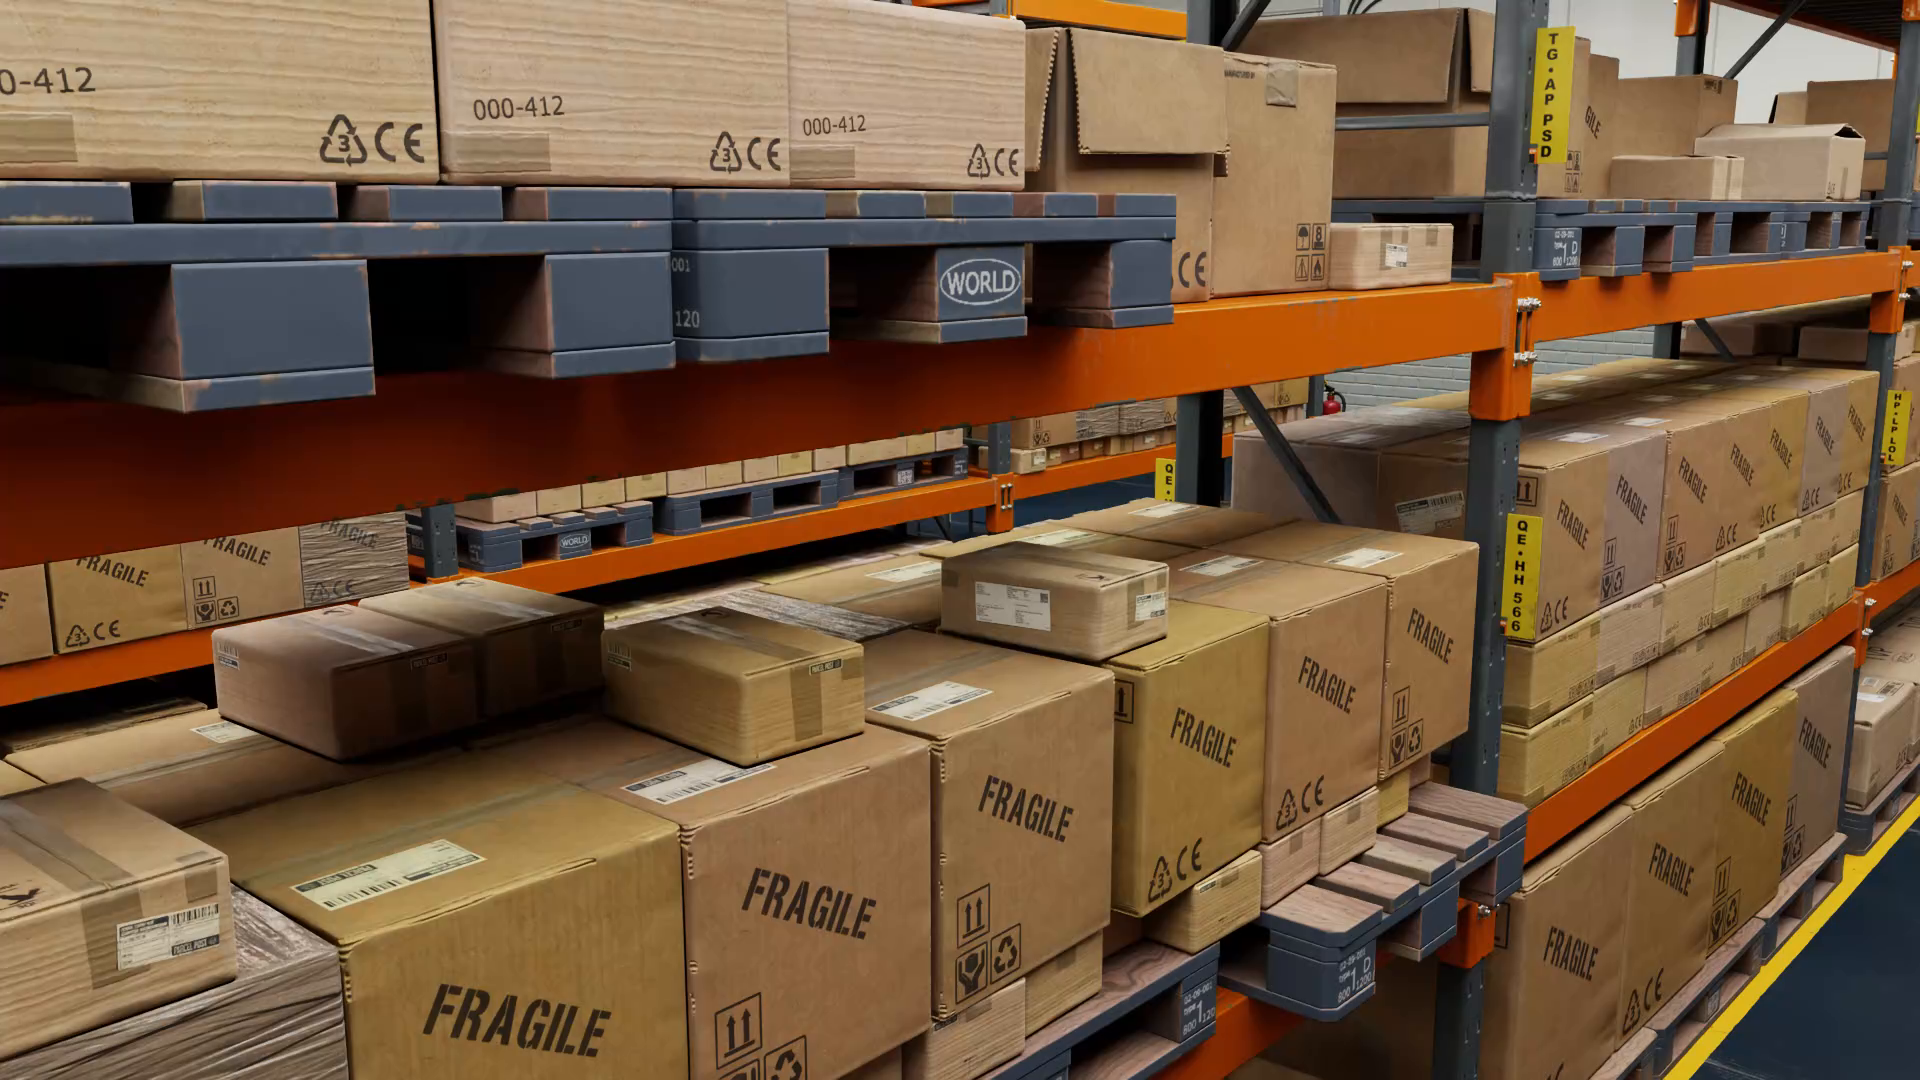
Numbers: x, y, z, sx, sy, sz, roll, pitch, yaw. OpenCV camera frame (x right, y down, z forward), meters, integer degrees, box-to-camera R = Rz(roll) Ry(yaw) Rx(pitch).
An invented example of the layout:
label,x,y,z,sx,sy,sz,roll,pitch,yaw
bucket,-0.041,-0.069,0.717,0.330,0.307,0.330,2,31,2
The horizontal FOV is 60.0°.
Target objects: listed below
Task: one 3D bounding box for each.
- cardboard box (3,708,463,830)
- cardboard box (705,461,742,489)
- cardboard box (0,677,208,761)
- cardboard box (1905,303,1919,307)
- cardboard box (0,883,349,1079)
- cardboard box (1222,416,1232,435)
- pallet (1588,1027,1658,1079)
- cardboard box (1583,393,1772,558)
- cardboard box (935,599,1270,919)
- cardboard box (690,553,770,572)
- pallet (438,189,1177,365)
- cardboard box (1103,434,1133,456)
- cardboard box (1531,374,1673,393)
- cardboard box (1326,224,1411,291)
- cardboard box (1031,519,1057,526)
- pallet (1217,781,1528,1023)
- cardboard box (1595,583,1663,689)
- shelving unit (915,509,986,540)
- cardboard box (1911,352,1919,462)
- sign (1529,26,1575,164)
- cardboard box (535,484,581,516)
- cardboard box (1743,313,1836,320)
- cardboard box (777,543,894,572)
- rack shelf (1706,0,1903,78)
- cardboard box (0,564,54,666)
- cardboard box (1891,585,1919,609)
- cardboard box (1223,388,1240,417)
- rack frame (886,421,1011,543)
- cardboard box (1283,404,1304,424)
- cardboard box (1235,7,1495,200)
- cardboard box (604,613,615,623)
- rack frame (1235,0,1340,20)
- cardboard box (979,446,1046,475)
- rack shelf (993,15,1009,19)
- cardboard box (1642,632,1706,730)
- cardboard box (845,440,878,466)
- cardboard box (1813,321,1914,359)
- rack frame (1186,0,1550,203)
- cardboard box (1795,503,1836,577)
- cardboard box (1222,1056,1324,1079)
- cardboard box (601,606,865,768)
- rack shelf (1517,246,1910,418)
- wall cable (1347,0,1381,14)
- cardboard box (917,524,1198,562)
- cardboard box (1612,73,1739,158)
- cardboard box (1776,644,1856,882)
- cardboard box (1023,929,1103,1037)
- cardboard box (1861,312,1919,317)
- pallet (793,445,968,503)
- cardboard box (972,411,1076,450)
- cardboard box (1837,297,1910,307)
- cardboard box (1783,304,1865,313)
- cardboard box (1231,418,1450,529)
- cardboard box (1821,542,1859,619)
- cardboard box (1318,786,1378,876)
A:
label,x,y,z,sx,sy,sz,roll,pitch,yaw
cardboard box,-1.128,0.573,2.636,0.500,0.500,0.500,10,15,41
cardboard box,-1.411,-0.387,9.098,0.380,0.149,0.250,10,15,41
cardboard box,-3.776,1.035,7.080,1.050,0.750,0.750,10,15,41
cardboard box,5.568,-1.249,9.383,0.380,0.149,0.250,10,15,40
cardboard box,-1.062,0.712,1.941,0.500,0.500,0.500,10,15,42
cardboard box,1.853,-0.892,12.700,0.380,0.149,0.250,9,14,38
pallet,1.630,1.817,5.613,1.003,0.211,1.213,10,15,40
cardboard box,2.571,-0.246,6.017,0.500,0.500,0.500,10,15,41
cardboard box,0.297,0.410,3.452,0.500,0.500,0.500,9,14,37
cardboard box,-1.467,0.222,9.874,0.500,0.250,0.500,11,15,42
pallet,-0.417,-0.464,2.737,1.213,0.211,1.003,10,15,40
cardboard box,0.992,-0.695,11.714,0.380,0.149,0.250,10,15,41
cardboard box,2.539,-0.392,6.748,0.500,0.500,0.500,9,15,39
cardboard box,0.845,-0.681,3.982,0.380,0.149,0.250,10,15,40
cardboard box,0.754,-0.045,12.503,0.380,0.149,0.250,9,14,38
pallet,0.663,0.769,4.232,1.213,0.211,1.003,10,15,40
cardboard box,1.915,0.266,5.367,0.500,0.250,0.500,10,15,42
shelving unit,-0.004,-0.734,15.098,0.431,1.500,0.755,10,15,40
cardboard box,4.528,-0.684,8.208,0.500,0.500,0.500,10,15,40
sign,1.459,-1.098,4.110,0.100,0.325,0.005,10,15,40
cardboard box,-2.108,-0.231,8.317,0.380,0.149,0.250,11,16,43
cardboard box,4.239,-1.076,8.515,0.380,0.149,0.250,10,15,40
cardboard box,-0.742,0.211,9.932,0.500,0.250,0.500,11,16,43
rack shelf,5.014,-2.720,8.749,1.077,0.370,4.000,10,15,40
cardboard box,-3.823,0.206,6.307,0.500,0.500,0.500,10,15,41
cardboard box,5.973,0.540,10.359,0.875,0.438,0.875,9,14,38
cardboard box,1.774,-1.191,12.538,0.500,0.500,0.500,10,15,41
rack frame,-0.091,-0.658,10.884,1.000,3.000,0.127,10,15,40
cardboard box,2.546,-1.038,13.432,0.380,0.149,0.250,10,15,40
cardboard box,1.189,-1.246,4.838,0.797,0.503,0.637,9,14,37
cardboard box,-2.095,0.513,8.419,0.500,0.250,0.500,9,14,38
rack frame,2.549,-4.188,13.243,1.000,3.000,0.127,10,15,40
cardboard box,0.341,-0.534,10.905,0.380,0.149,0.250,11,15,42
rack shelf,-1.412,-2.756,8.933,1.077,0.370,4.000,10,15,40
cardboard box,2.242,0.436,5.792,0.500,0.250,0.500,10,15,42
cardboard box,-0.708,-0.545,9.888,0.380,0.149,0.250,9,14,37
cardboard box,4.254,-0.943,7.847,0.380,0.149,0.250,10,15,41
rack frame,1.053,-2.386,4.220,1.000,3.000,0.127,10,15,40
cardboard box,3.261,-0.033,6.865,0.500,0.250,0.500,10,15,42
cardboard box,0.673,1.721,4.614,0.950,0.372,0.625,9,14,37
cardboard box,-0.371,0.229,2.702,0.380,0.149,0.250,11,16,43
rack shelf,2.373,-0.856,6.058,1.077,0.370,4.000,10,15,40
wall cable,5.212,-6.808,18.147,2.277,5.999,0.120,10,15,40
cardboard box,0.244,0.269,4.157,0.500,0.500,0.500,11,16,43
cardboard box,2.894,-1.666,6.948,0.500,0.500,0.500,9,15,39
cardboard box,3.344,0.905,7.413,0.875,0.875,0.875,10,15,42
cardboard box,0.050,0.790,3.205,0.380,0.149,0.250,9,15,39
cardboard box,4.902,-1.097,8.621,0.380,0.149,0.250,10,15,40
pallet,-0.705,-0.470,10.434,1.003,0.211,1.213,10,15,40
cardboard box,0.425,-0.893,11.047,0.500,0.500,0.500,9,15,39
cardboard box,5.514,-1.391,10.091,0.380,0.149,0.250,10,15,42
cardboard box,4.836,-1.239,9.332,0.380,0.149,0.250,9,15,39
cardboard box,1.198,-0.093,5.250,0.500,0.500,0.500,9,15,39
cardboard box,3.587,0.140,7.275,0.500,0.250,0.500,9,15,39
cardboard box,0.758,0.644,3.938,0.380,0.149,0.250,10,15,40
